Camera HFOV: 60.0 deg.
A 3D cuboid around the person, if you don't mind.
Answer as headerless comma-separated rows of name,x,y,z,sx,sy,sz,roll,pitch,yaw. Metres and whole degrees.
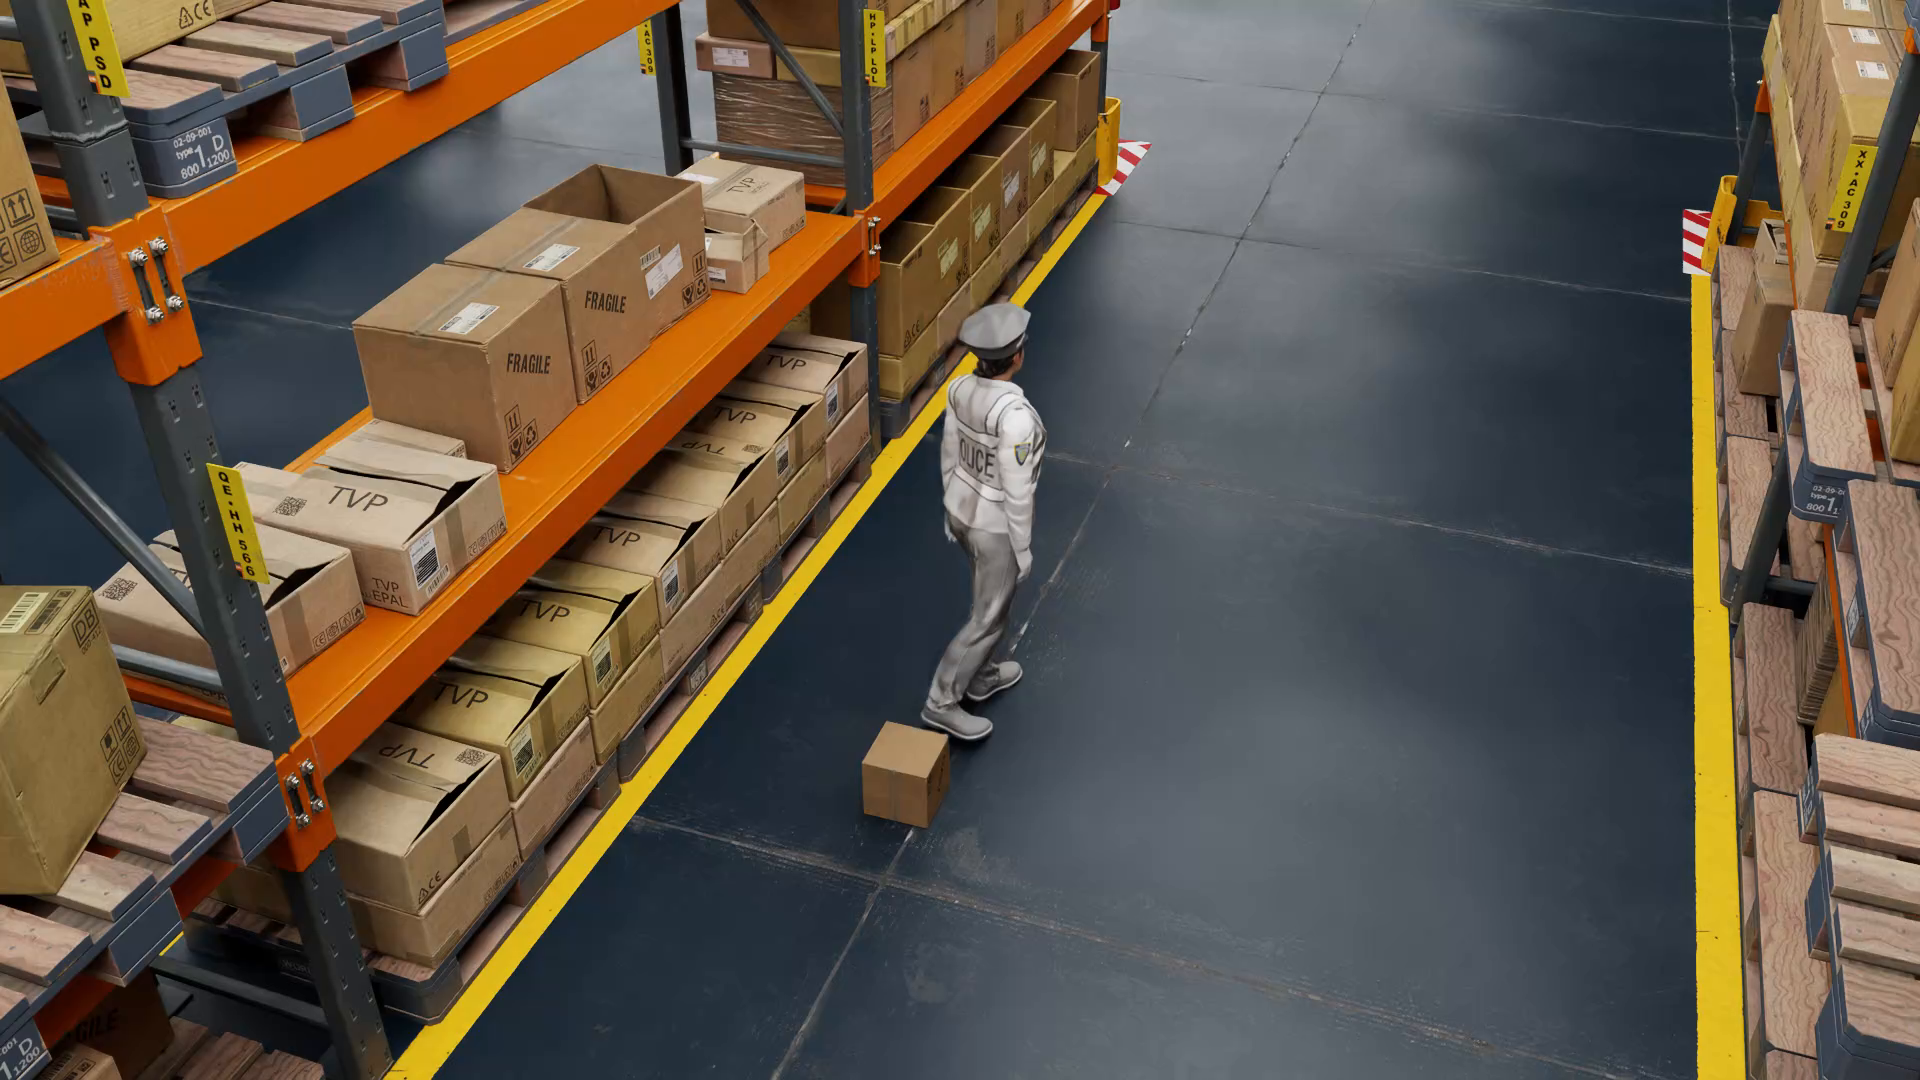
person,0.049,-0.038,6.200,0.542,1.653,0.524,-18,37,-25
